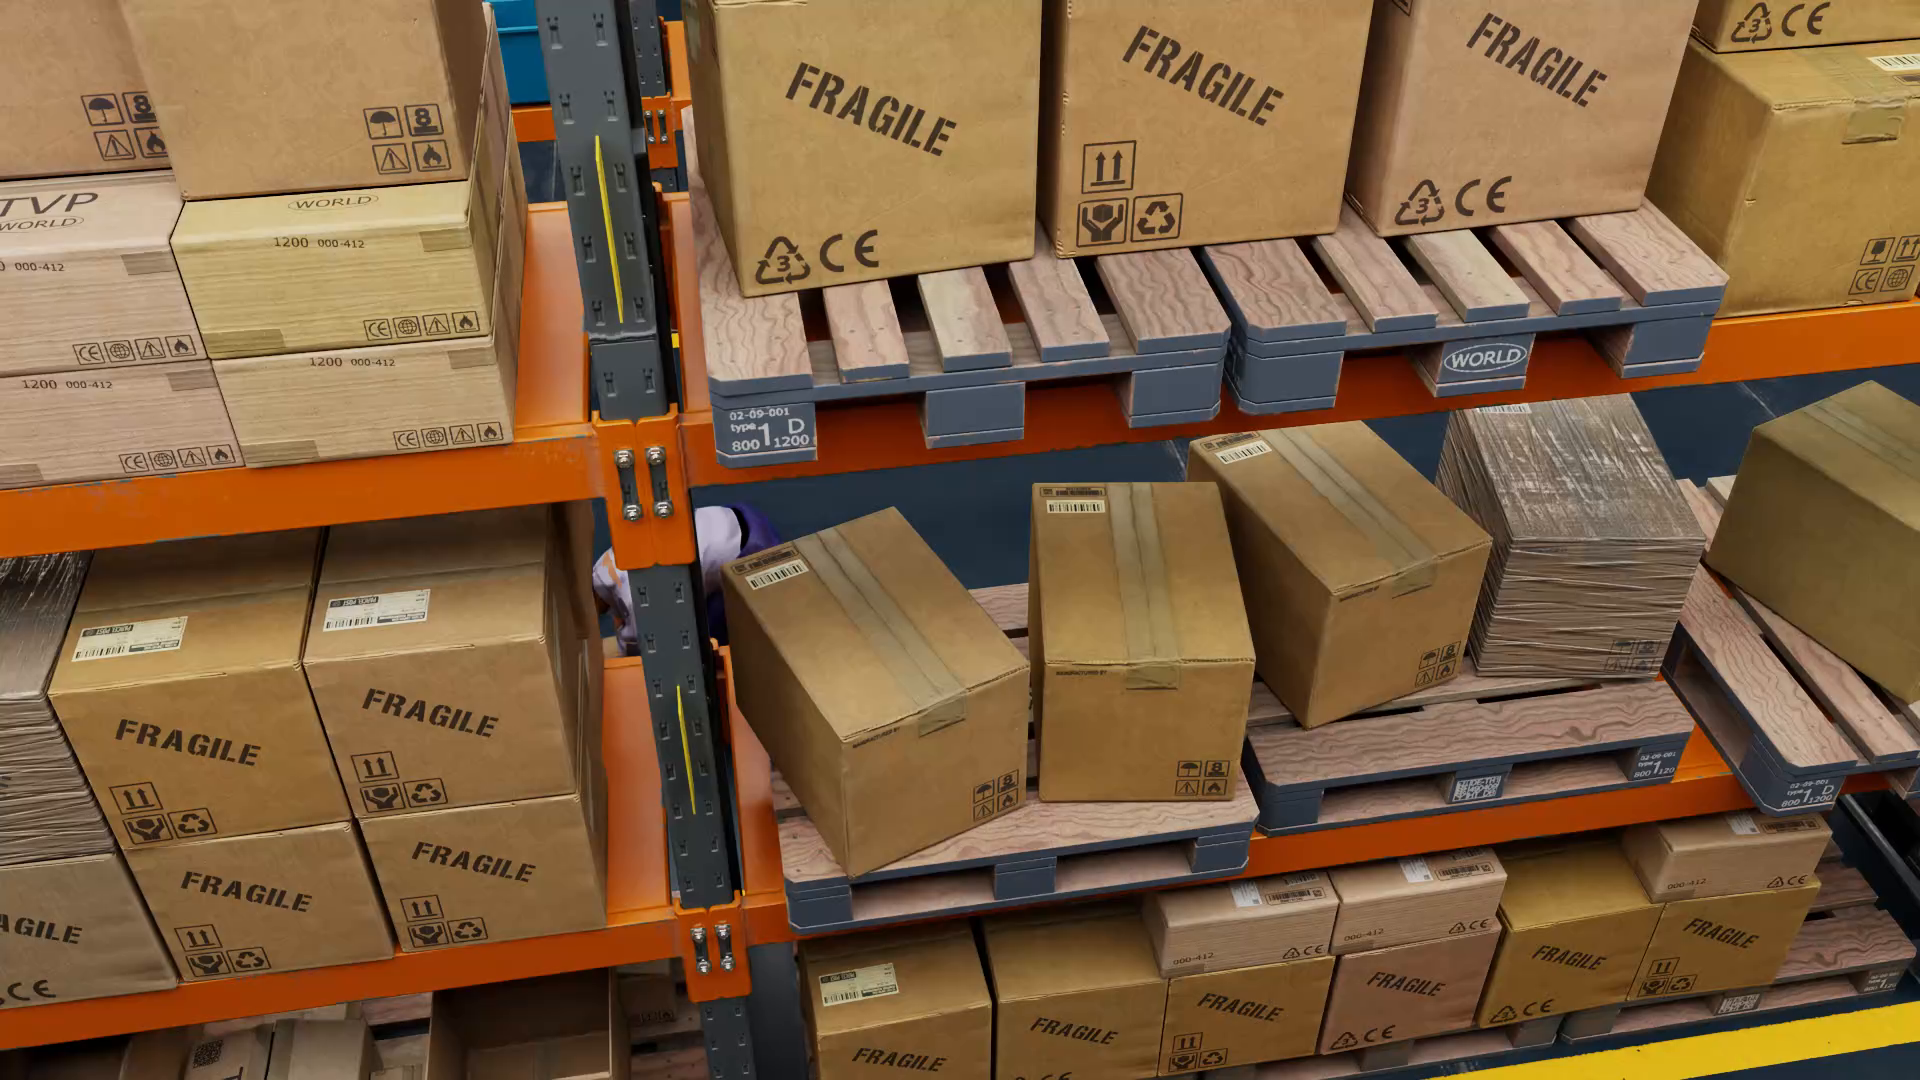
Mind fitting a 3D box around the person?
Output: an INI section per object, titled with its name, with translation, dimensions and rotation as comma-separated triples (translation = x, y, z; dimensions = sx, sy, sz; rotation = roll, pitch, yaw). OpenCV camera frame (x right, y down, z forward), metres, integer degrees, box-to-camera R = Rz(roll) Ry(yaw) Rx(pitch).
[person]
translation = -1.074, 0.355, 6.271
dimensions = 0.910, 0.966, 0.484
rotation = -13, 41, -15
